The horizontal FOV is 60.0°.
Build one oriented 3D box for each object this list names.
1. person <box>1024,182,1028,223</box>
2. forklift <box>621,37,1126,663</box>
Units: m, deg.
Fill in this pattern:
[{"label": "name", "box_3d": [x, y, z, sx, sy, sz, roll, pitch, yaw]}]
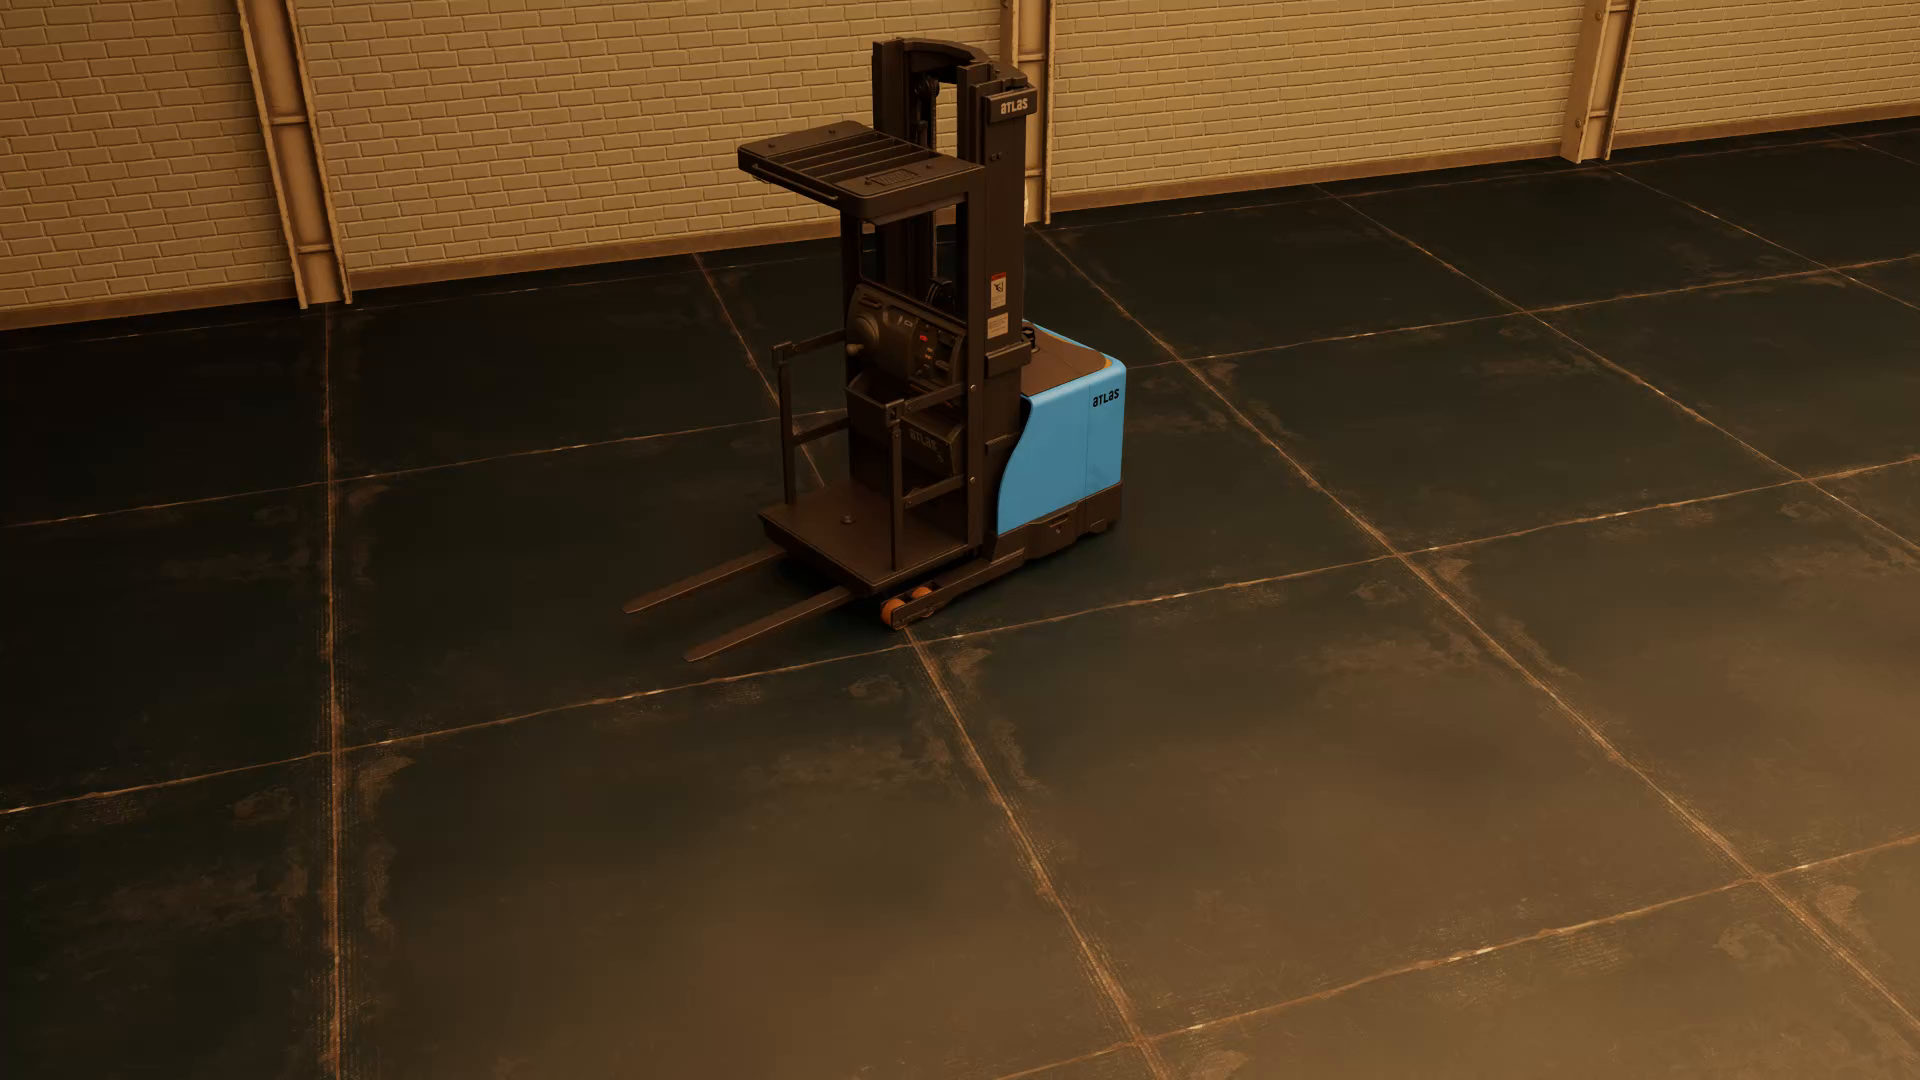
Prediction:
[{"label": "person", "box_3d": [0.303, -2.349, 12.334, 0.401, 1.775, 0.522, -2, 30, -4]}, {"label": "forklift", "box_3d": [-0.461, -1.072, 8.951, 3.031, 2.935, 1.130, -23, 37, -34]}]
